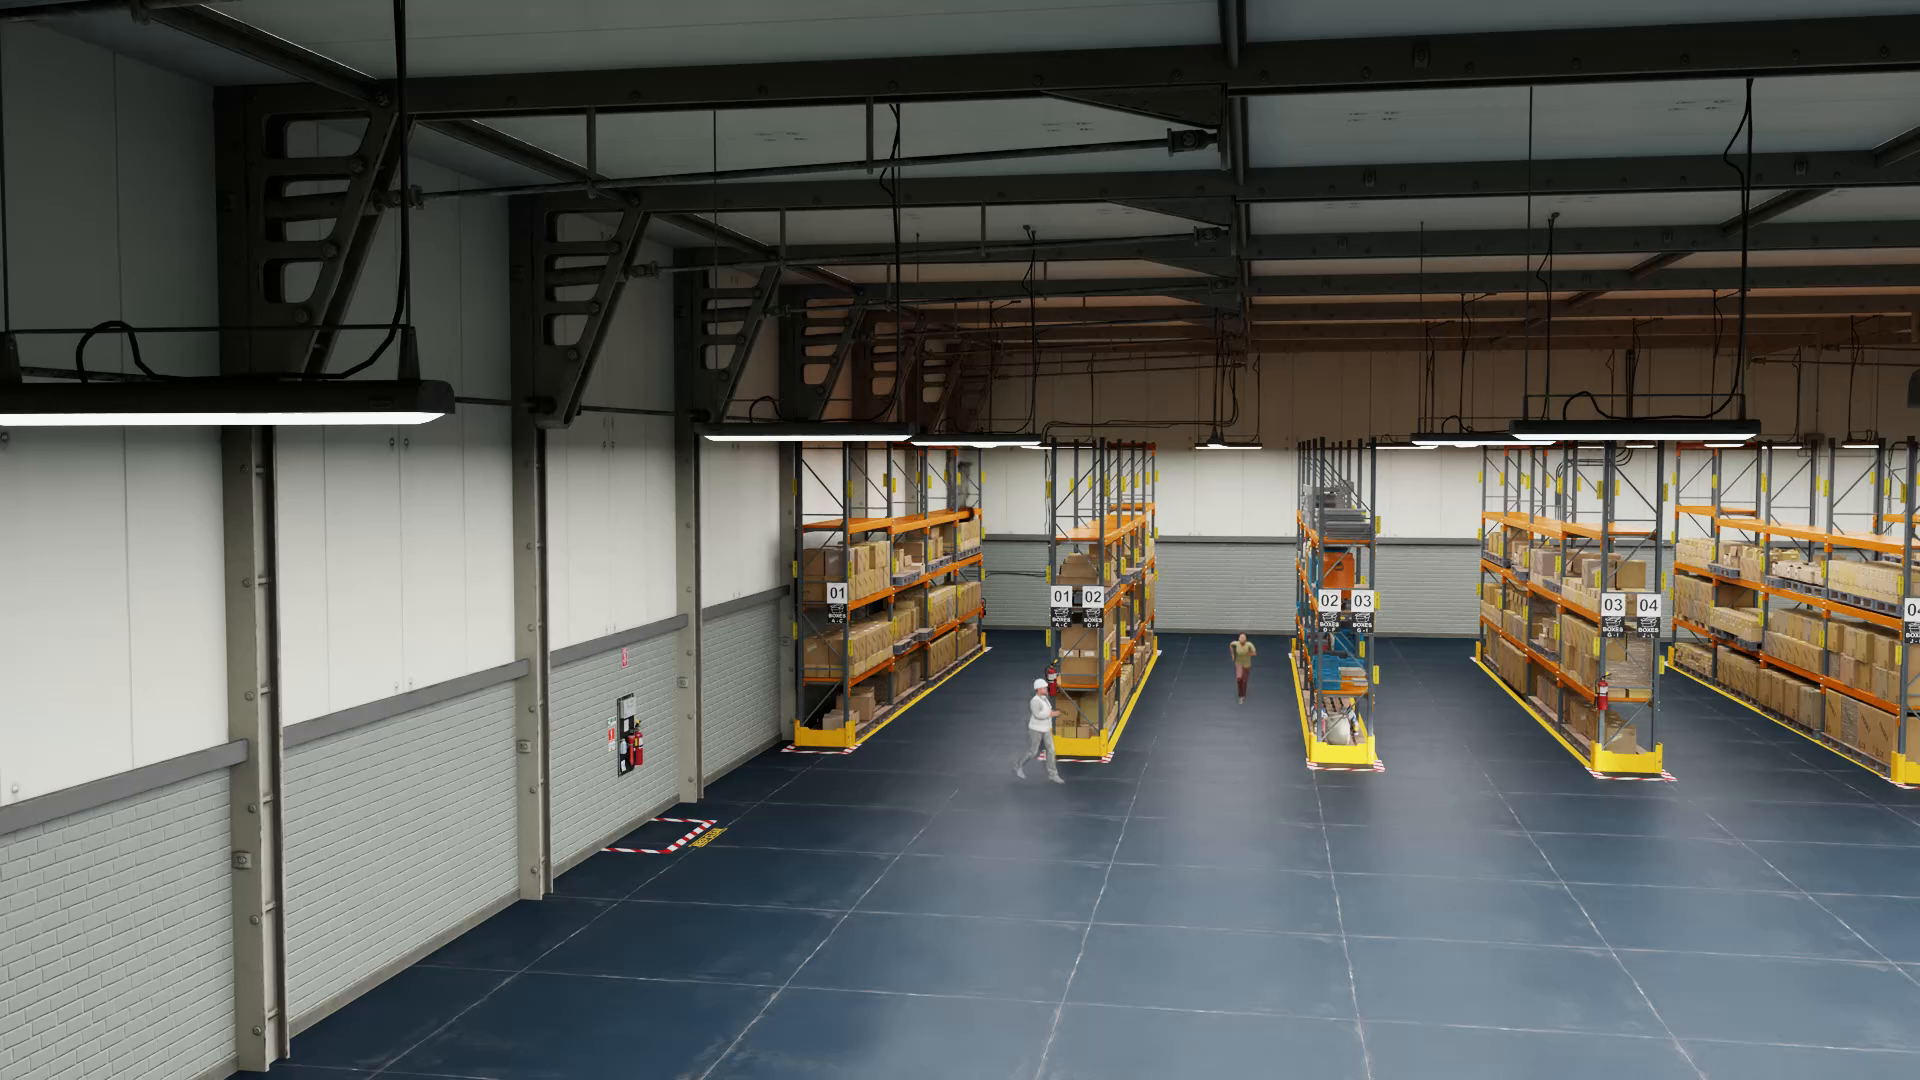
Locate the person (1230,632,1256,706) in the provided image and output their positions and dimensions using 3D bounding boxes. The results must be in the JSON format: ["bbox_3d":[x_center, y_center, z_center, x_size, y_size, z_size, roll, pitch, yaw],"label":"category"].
[{"bbox_3d":[6.447,2.901,37.890,0.572,1.656,0.902,0,3,6],"label":"person"}]

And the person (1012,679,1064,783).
[{"bbox_3d":[1.355,3.286,28.727,0.948,1.783,0.645,2,3,27],"label":"person"}]
